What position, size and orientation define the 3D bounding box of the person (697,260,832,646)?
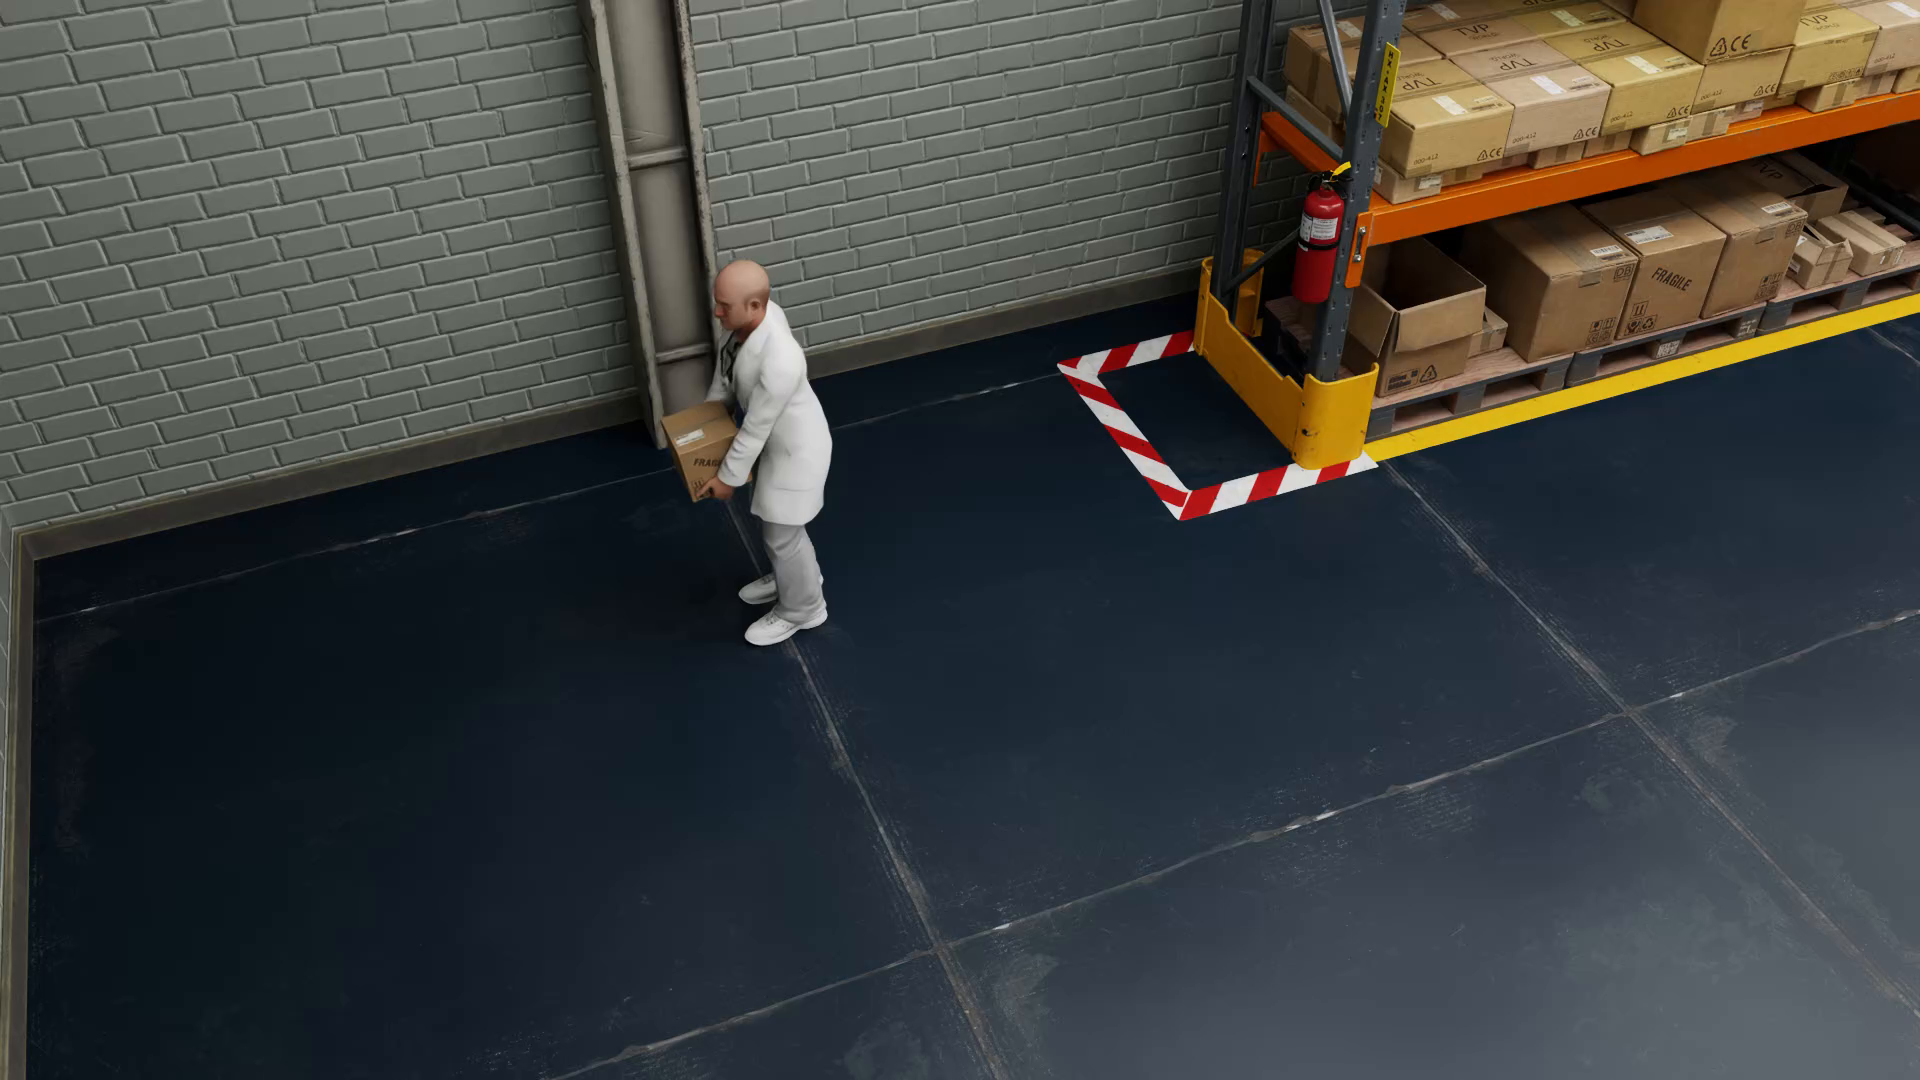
[{"bbox_3d":[-0.800,-0.340,6.572,0.582,1.767,0.532,-16,44,-17],"label":"person"}]
